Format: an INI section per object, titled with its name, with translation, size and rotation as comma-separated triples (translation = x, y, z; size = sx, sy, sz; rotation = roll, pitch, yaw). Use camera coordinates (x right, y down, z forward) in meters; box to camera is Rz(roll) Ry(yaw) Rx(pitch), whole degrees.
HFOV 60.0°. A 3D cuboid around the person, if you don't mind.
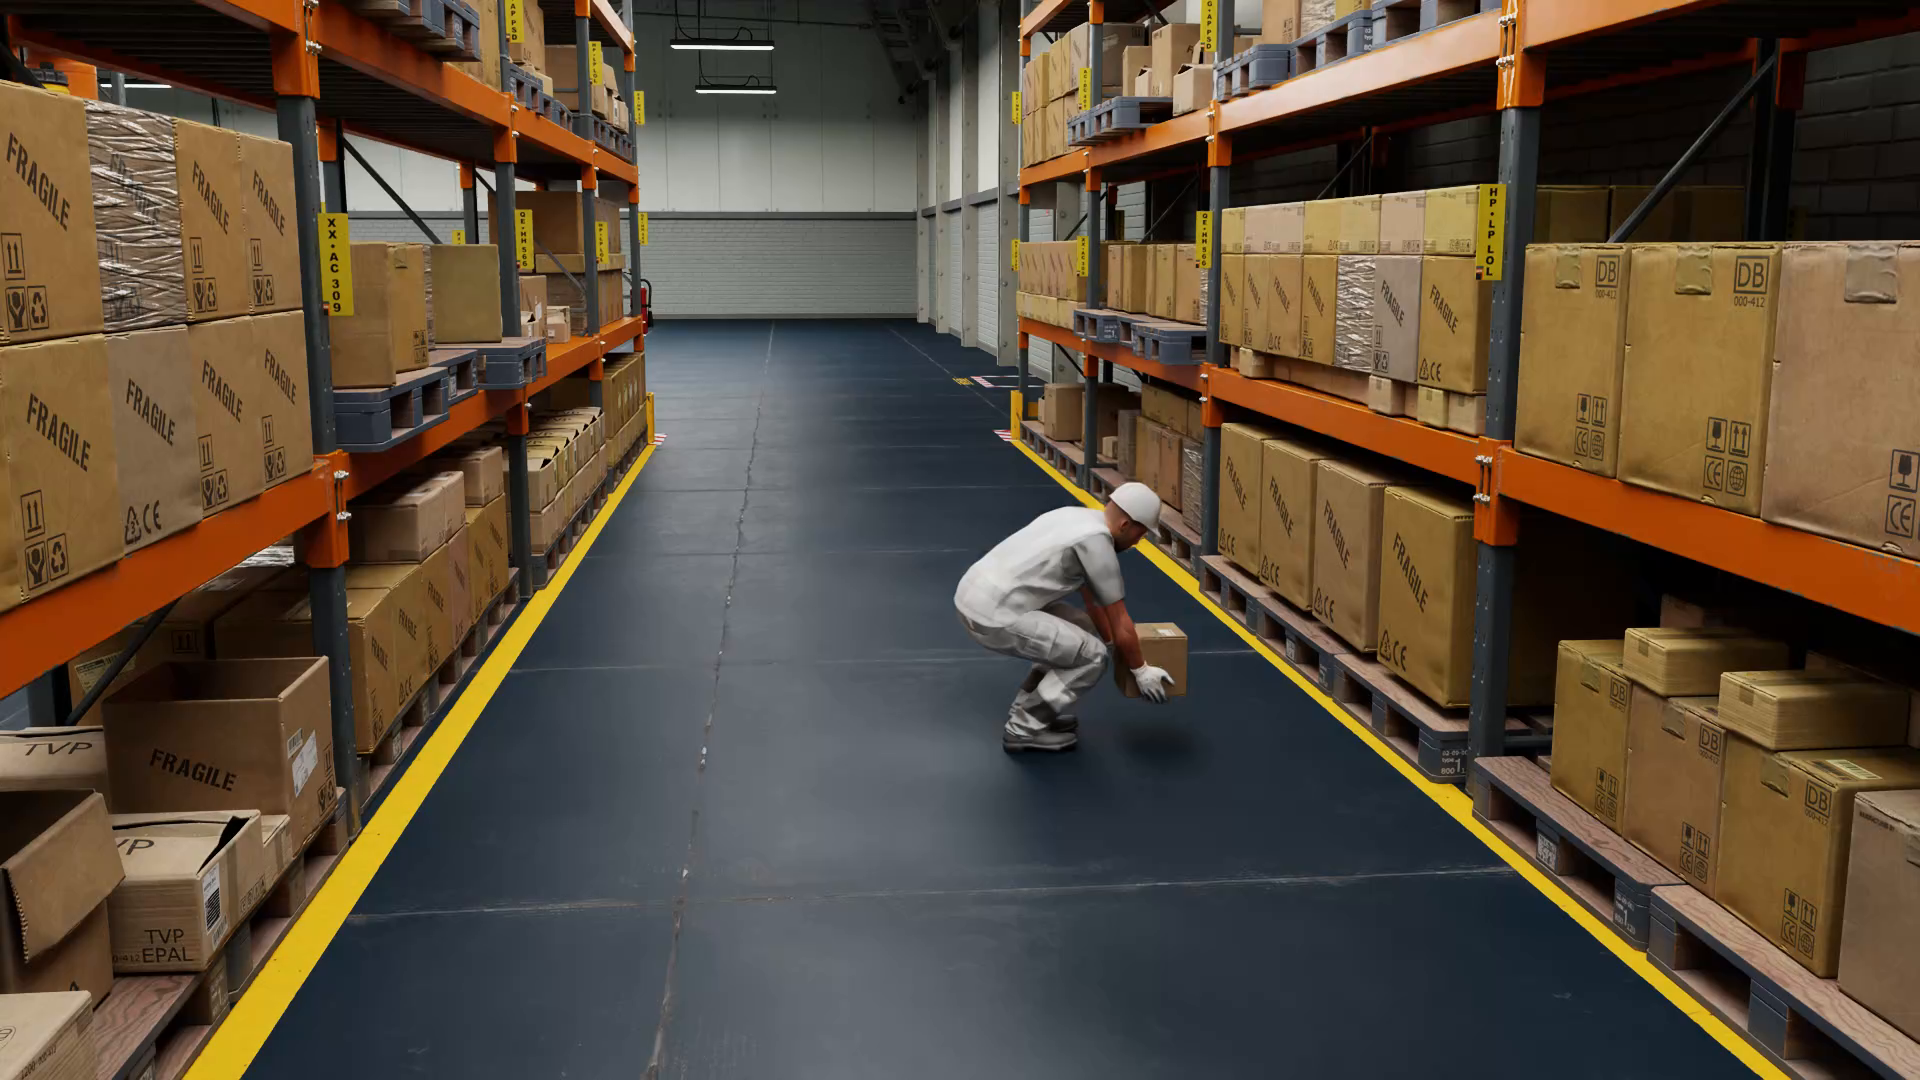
[person]
translation = 0.430, 0.327, 6.779
size = 0.889, 0.998, 0.573
rotation = -1, 10, -6
